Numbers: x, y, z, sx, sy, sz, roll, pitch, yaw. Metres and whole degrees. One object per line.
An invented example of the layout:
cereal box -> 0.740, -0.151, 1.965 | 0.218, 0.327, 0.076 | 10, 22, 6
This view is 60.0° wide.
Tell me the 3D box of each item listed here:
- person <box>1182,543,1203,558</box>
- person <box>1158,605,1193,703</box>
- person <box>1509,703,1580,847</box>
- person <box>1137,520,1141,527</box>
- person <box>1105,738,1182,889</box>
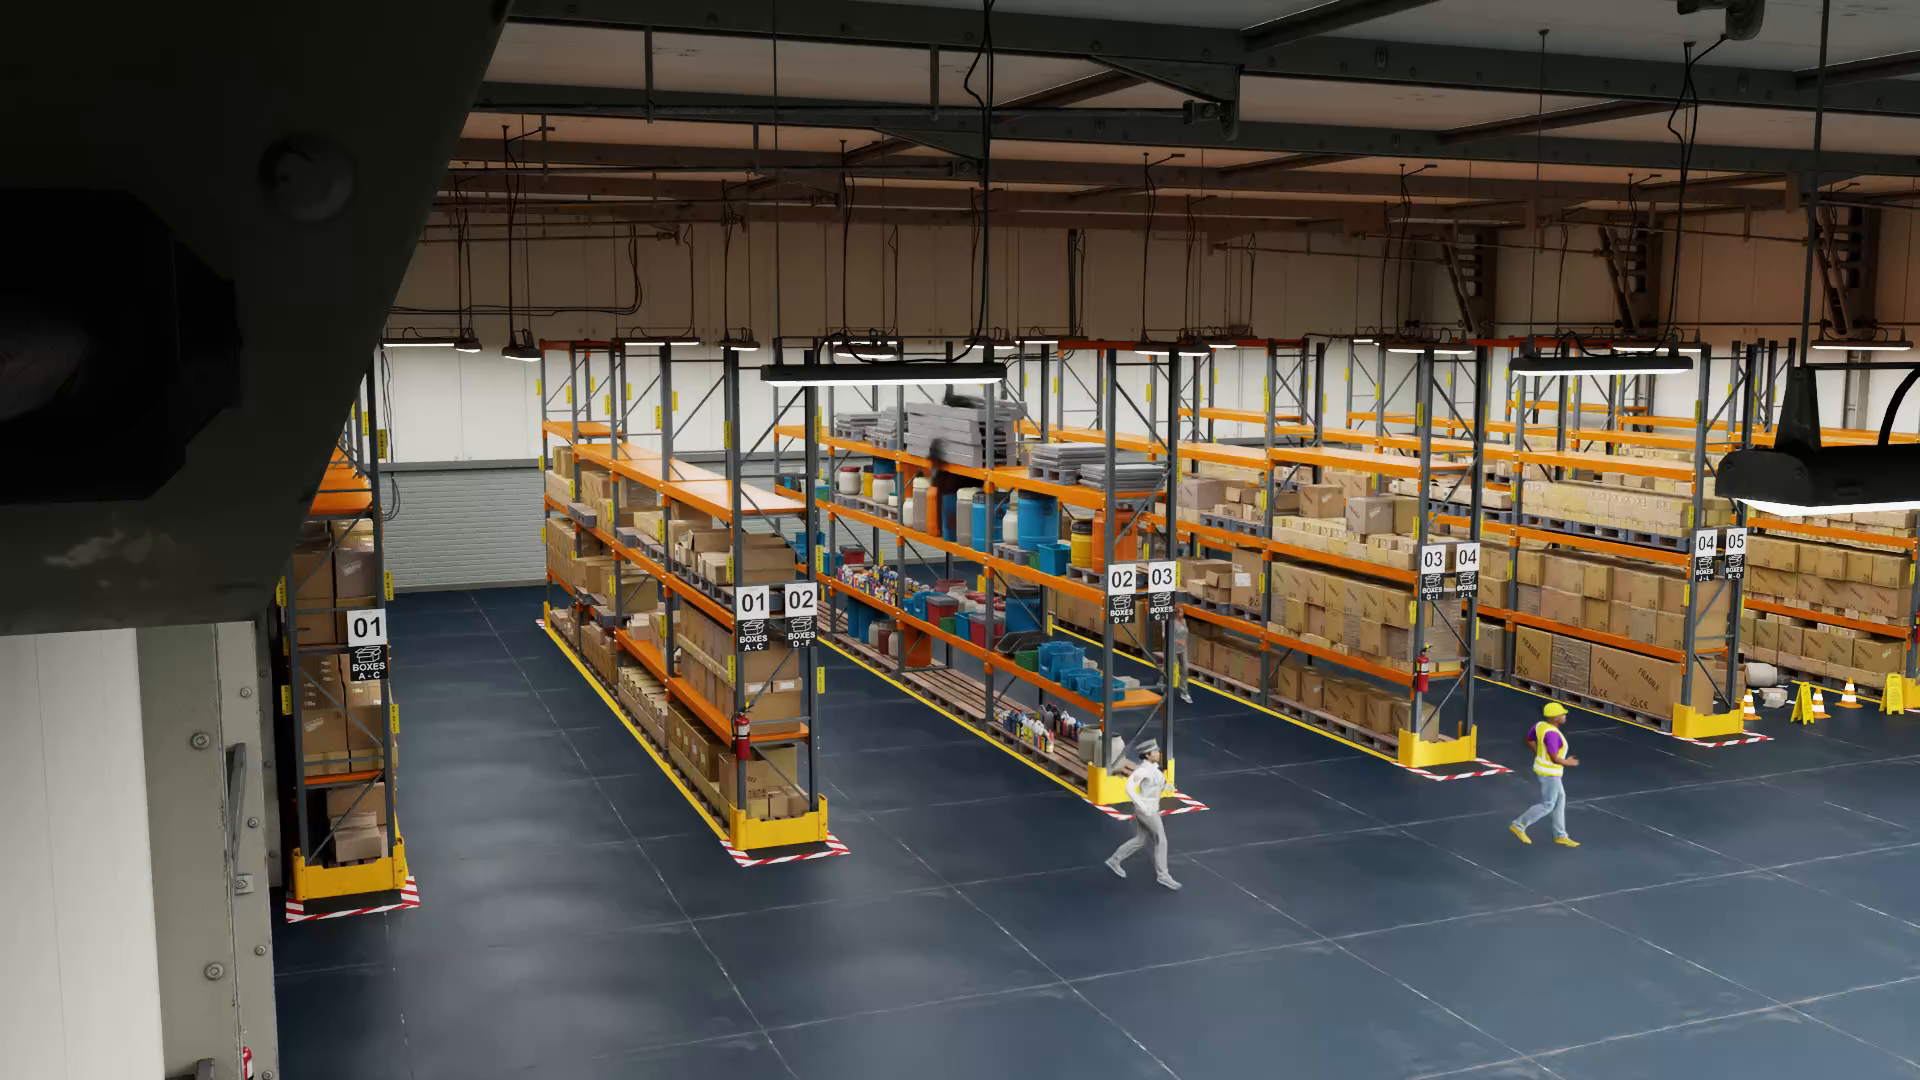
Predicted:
person -> 5.794, 0.057, 41.770 | 0.902, 1.658, 0.657 | 4, 8, 27
person -> 3.645, 1.894, 28.083 | 0.537, 1.607, 0.799 | -4, 9, -30
person -> 7.110, 2.843, 20.138 | 0.865, 1.782, 0.724 | 1, 7, 7
person -> 4.101, 0.325, 39.347 | 0.724, 1.770, 0.971 | 1, 8, 9
person -> 2.082, 3.062, 18.766 | 0.869, 1.718, 0.598 | 1, 8, 10
